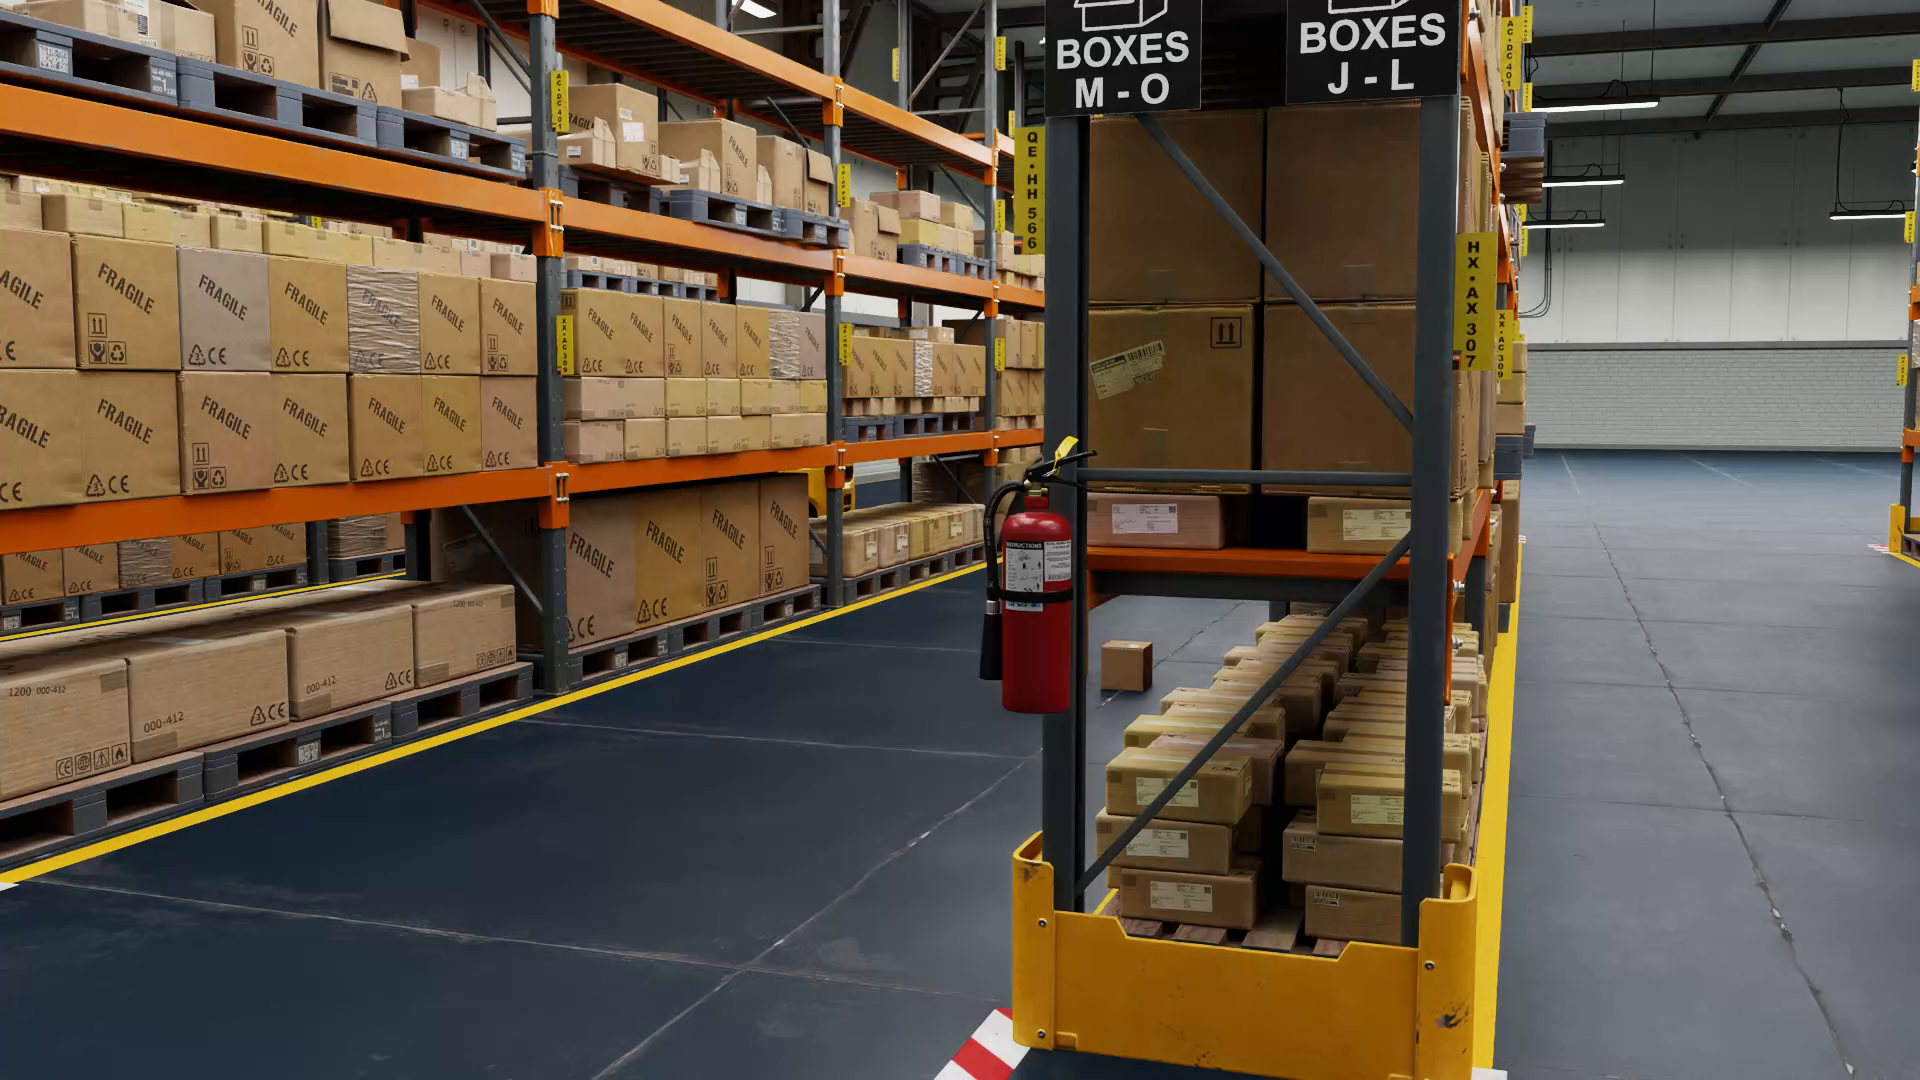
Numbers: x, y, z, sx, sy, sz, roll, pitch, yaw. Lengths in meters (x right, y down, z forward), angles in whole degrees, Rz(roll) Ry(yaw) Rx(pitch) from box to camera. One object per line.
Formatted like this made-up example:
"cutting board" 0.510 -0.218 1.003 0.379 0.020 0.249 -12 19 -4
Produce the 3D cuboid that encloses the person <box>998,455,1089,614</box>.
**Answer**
"person" 0.549 0.081 9.806 0.602 1.538 0.586 2 5 19
